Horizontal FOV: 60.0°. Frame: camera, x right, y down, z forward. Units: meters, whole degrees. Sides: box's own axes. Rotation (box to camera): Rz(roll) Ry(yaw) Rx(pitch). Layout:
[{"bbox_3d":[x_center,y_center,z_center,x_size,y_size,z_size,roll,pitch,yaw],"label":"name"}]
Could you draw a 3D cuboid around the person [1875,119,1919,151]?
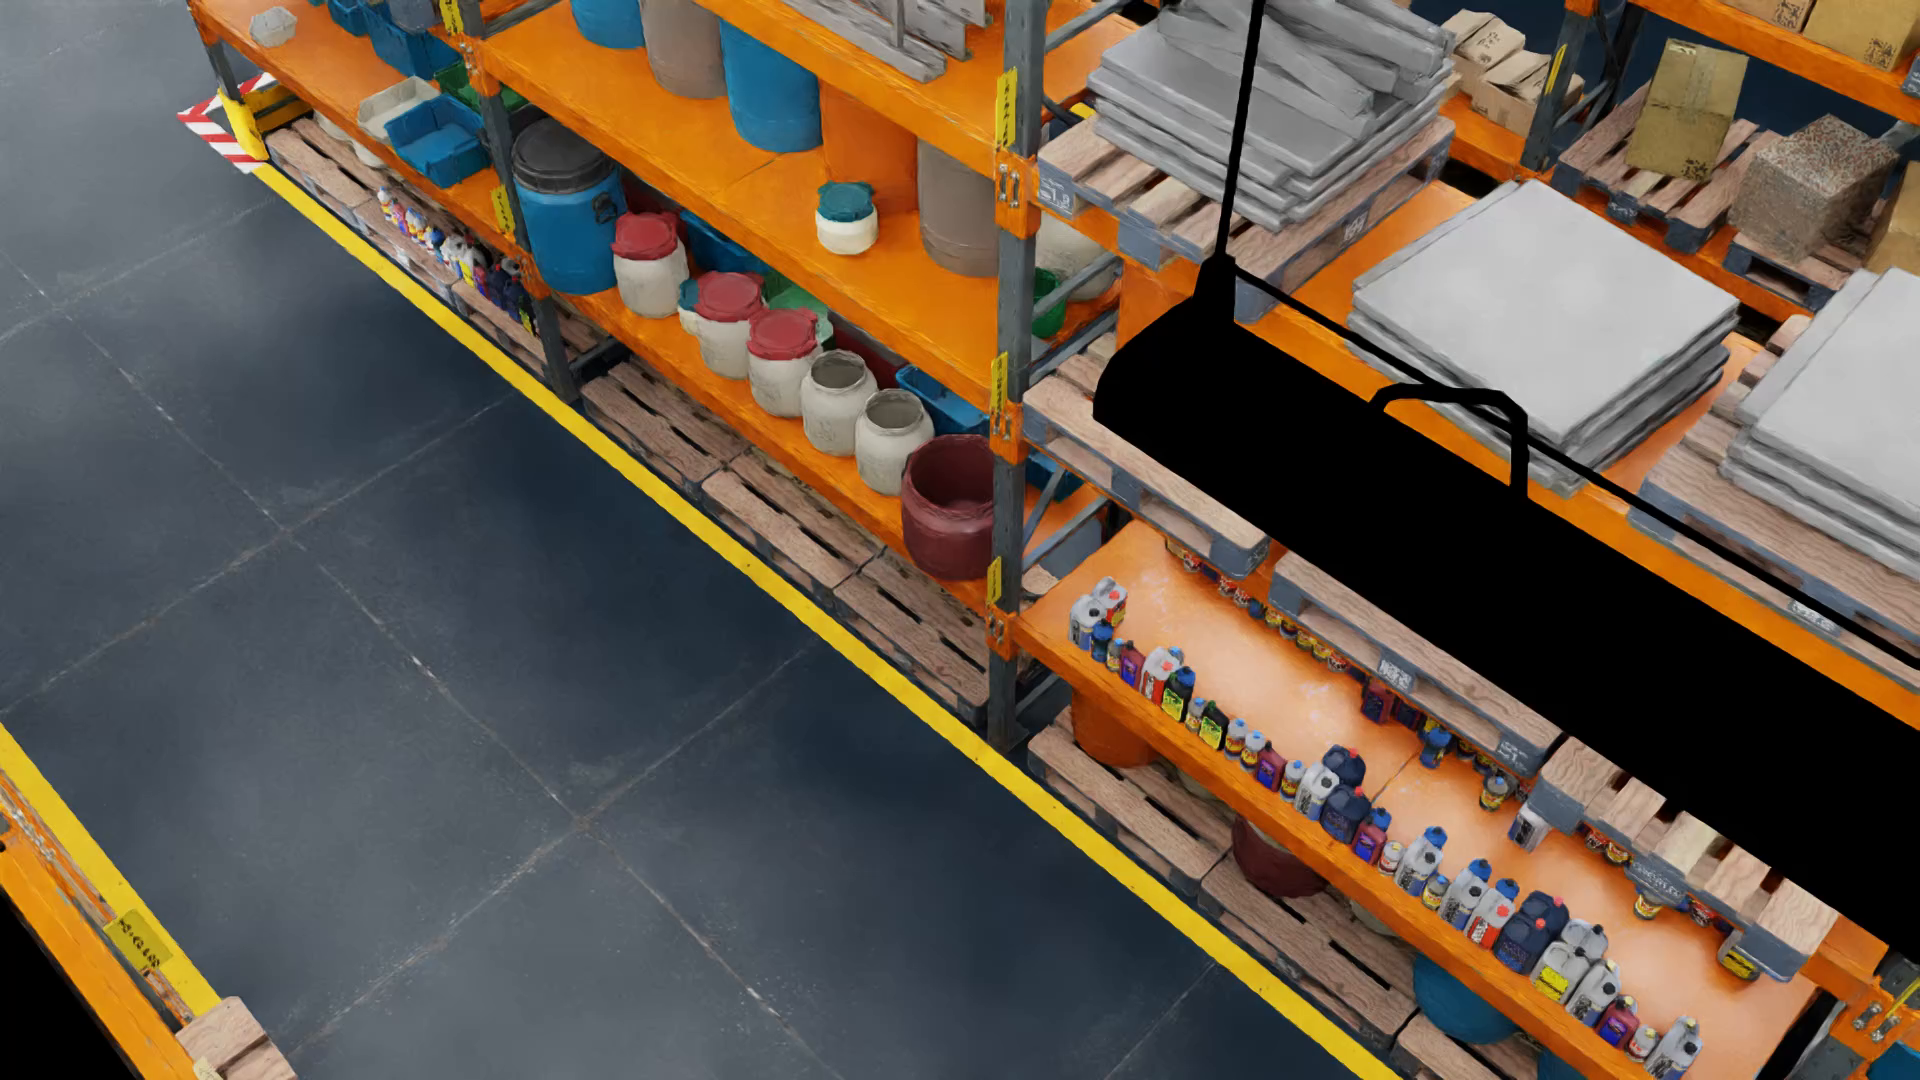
[{"bbox_3d":[7.359,-3.430,12.206,0.999,1.597,0.490,29,56,22],"label":"person"}]
